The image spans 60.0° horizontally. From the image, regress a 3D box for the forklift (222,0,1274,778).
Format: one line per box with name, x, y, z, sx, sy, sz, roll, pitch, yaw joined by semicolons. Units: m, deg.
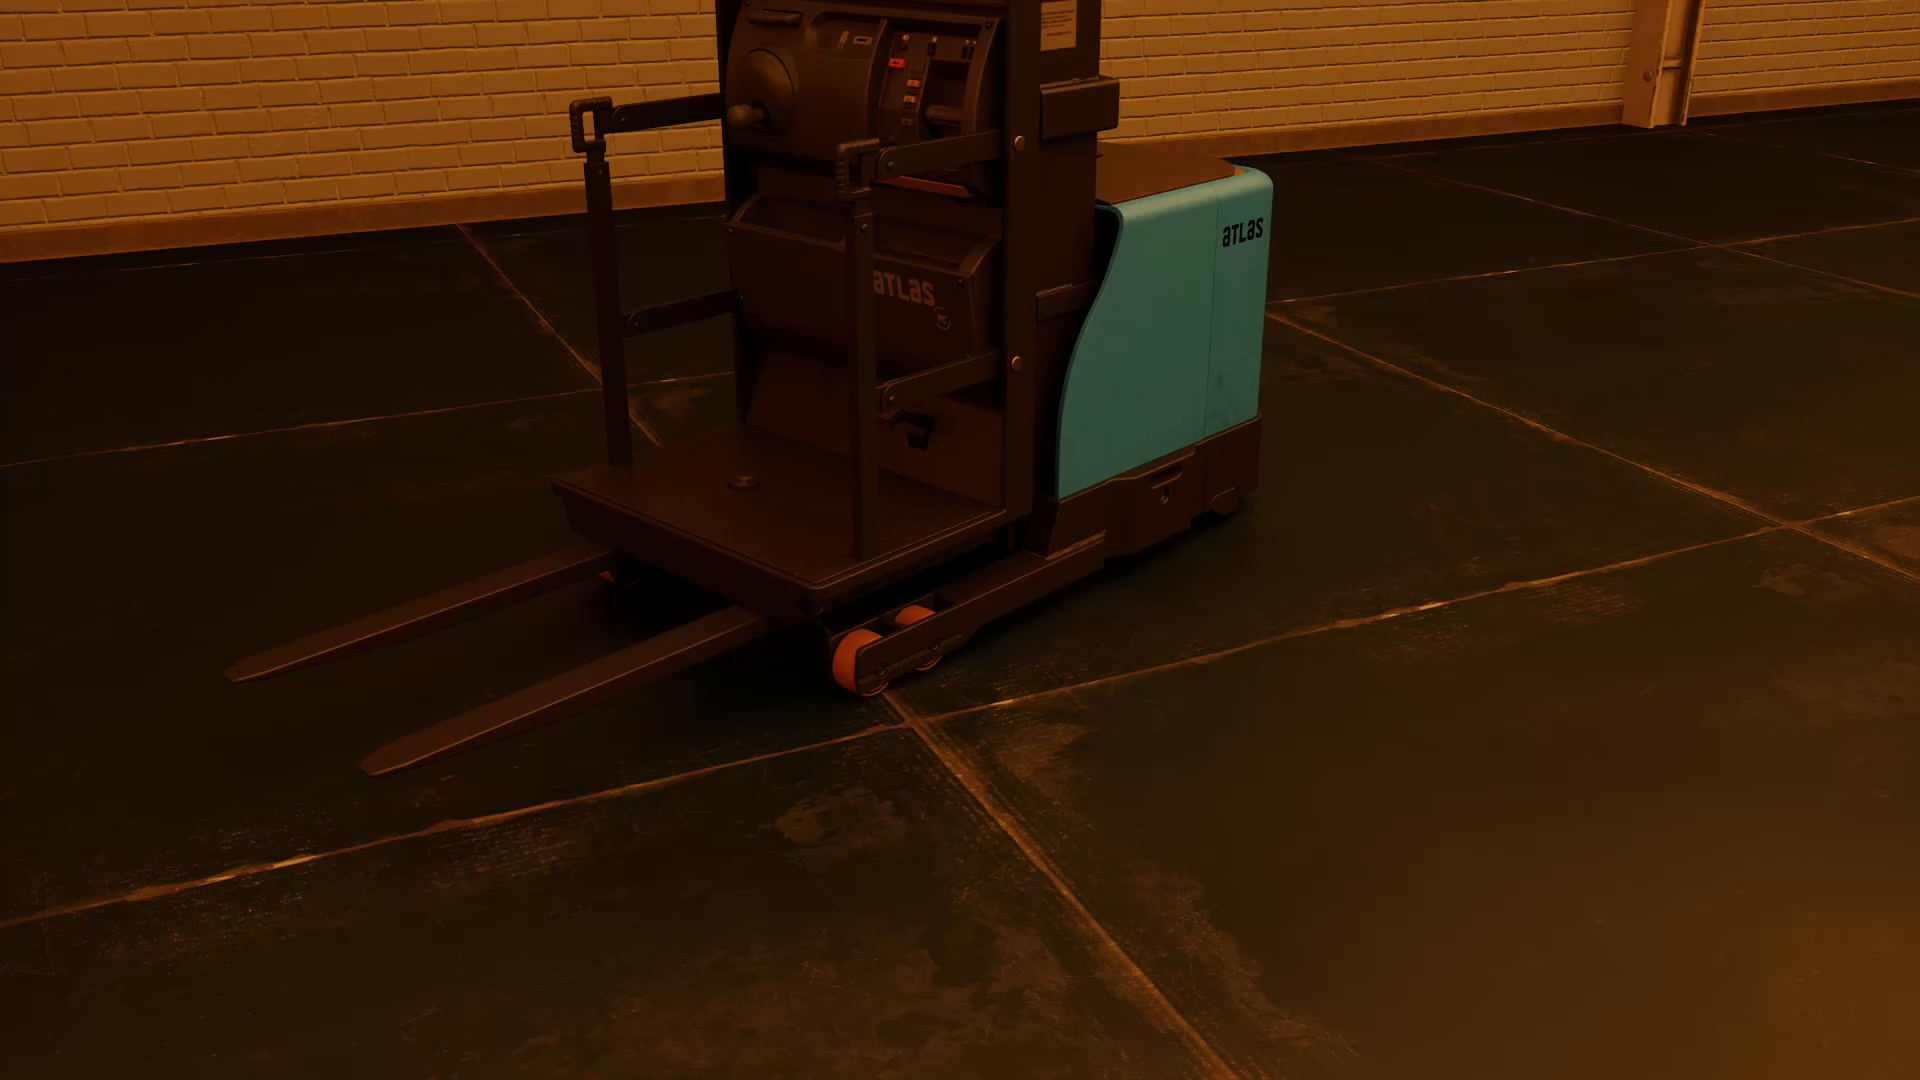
forklift;-0.413;-1.182;4.131;1.130;2.935;3.031;19;29;39
